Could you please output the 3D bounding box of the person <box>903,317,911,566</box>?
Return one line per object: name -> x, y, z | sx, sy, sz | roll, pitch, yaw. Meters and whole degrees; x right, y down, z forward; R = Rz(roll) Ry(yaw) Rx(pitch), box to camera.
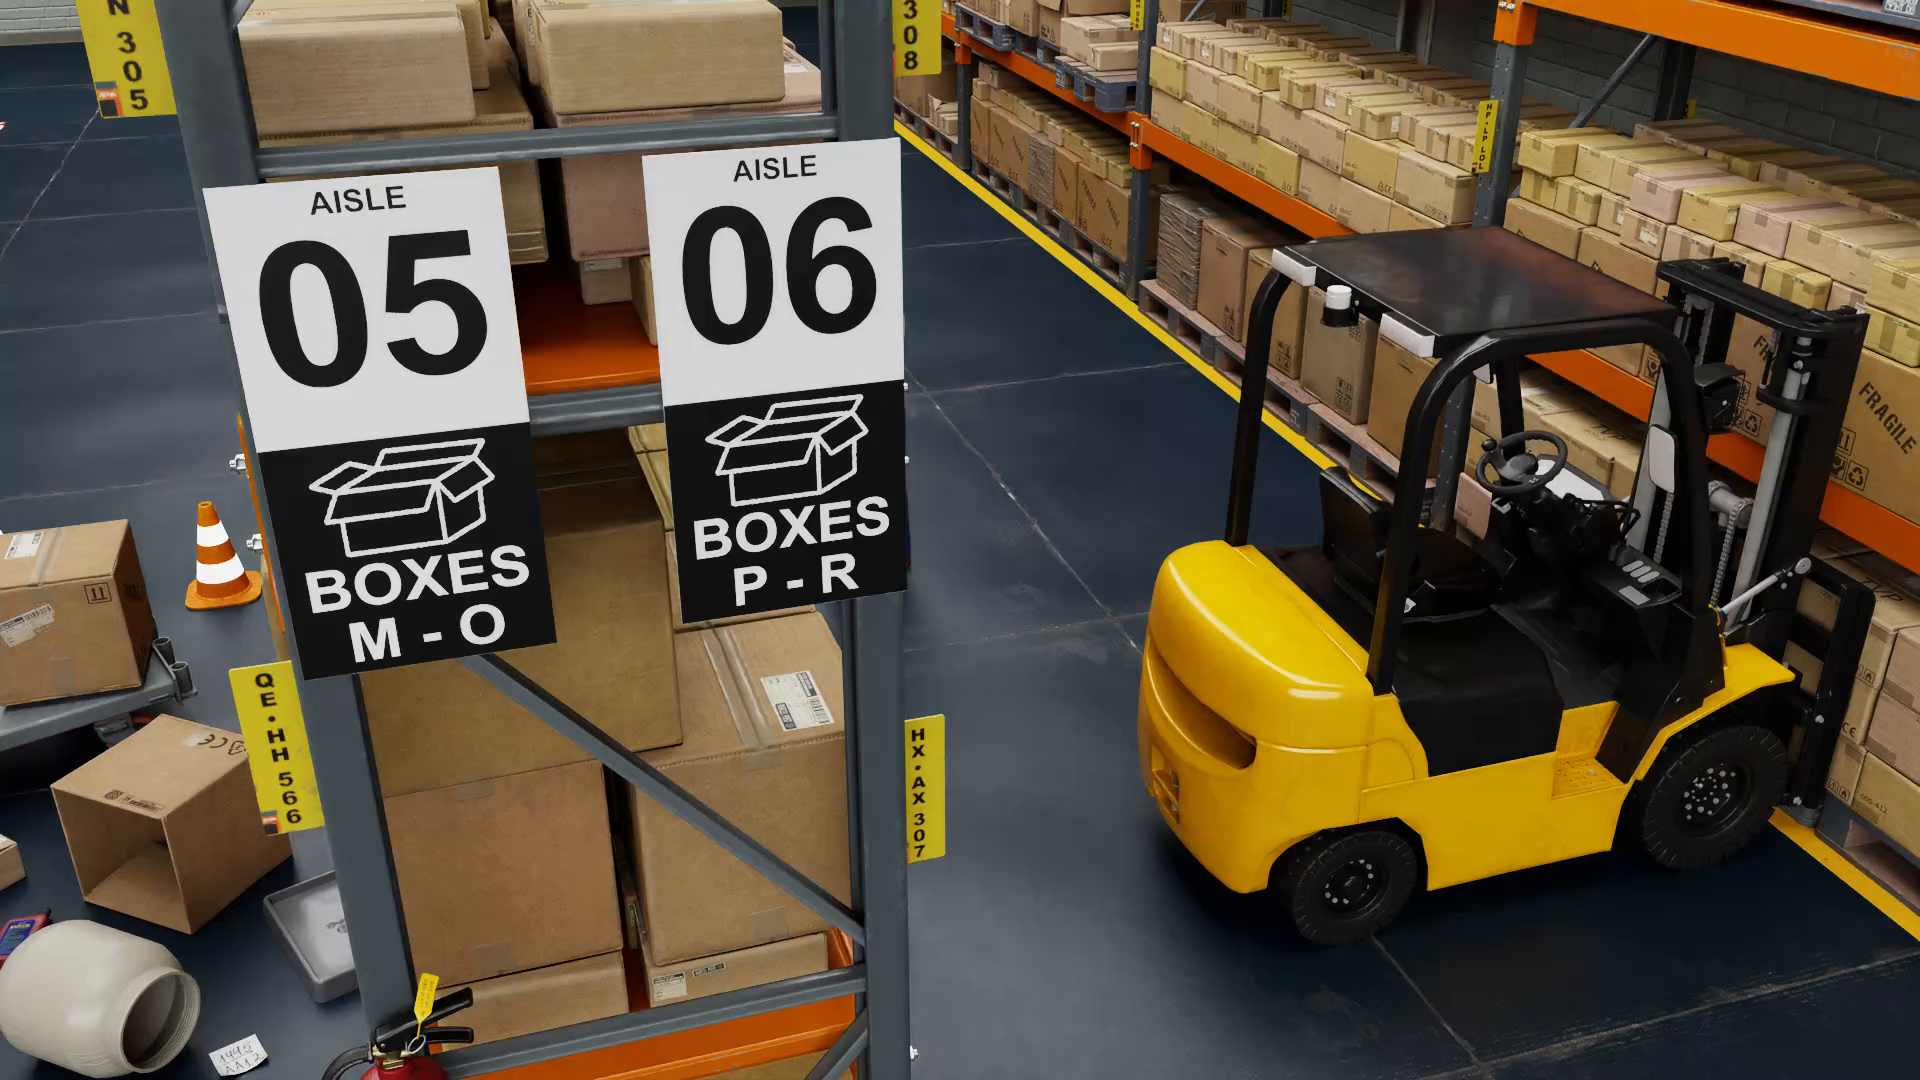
person -> -0.485, -0.601, 7.843 | 0.544, 1.640, 0.421 | -8, 28, -16
